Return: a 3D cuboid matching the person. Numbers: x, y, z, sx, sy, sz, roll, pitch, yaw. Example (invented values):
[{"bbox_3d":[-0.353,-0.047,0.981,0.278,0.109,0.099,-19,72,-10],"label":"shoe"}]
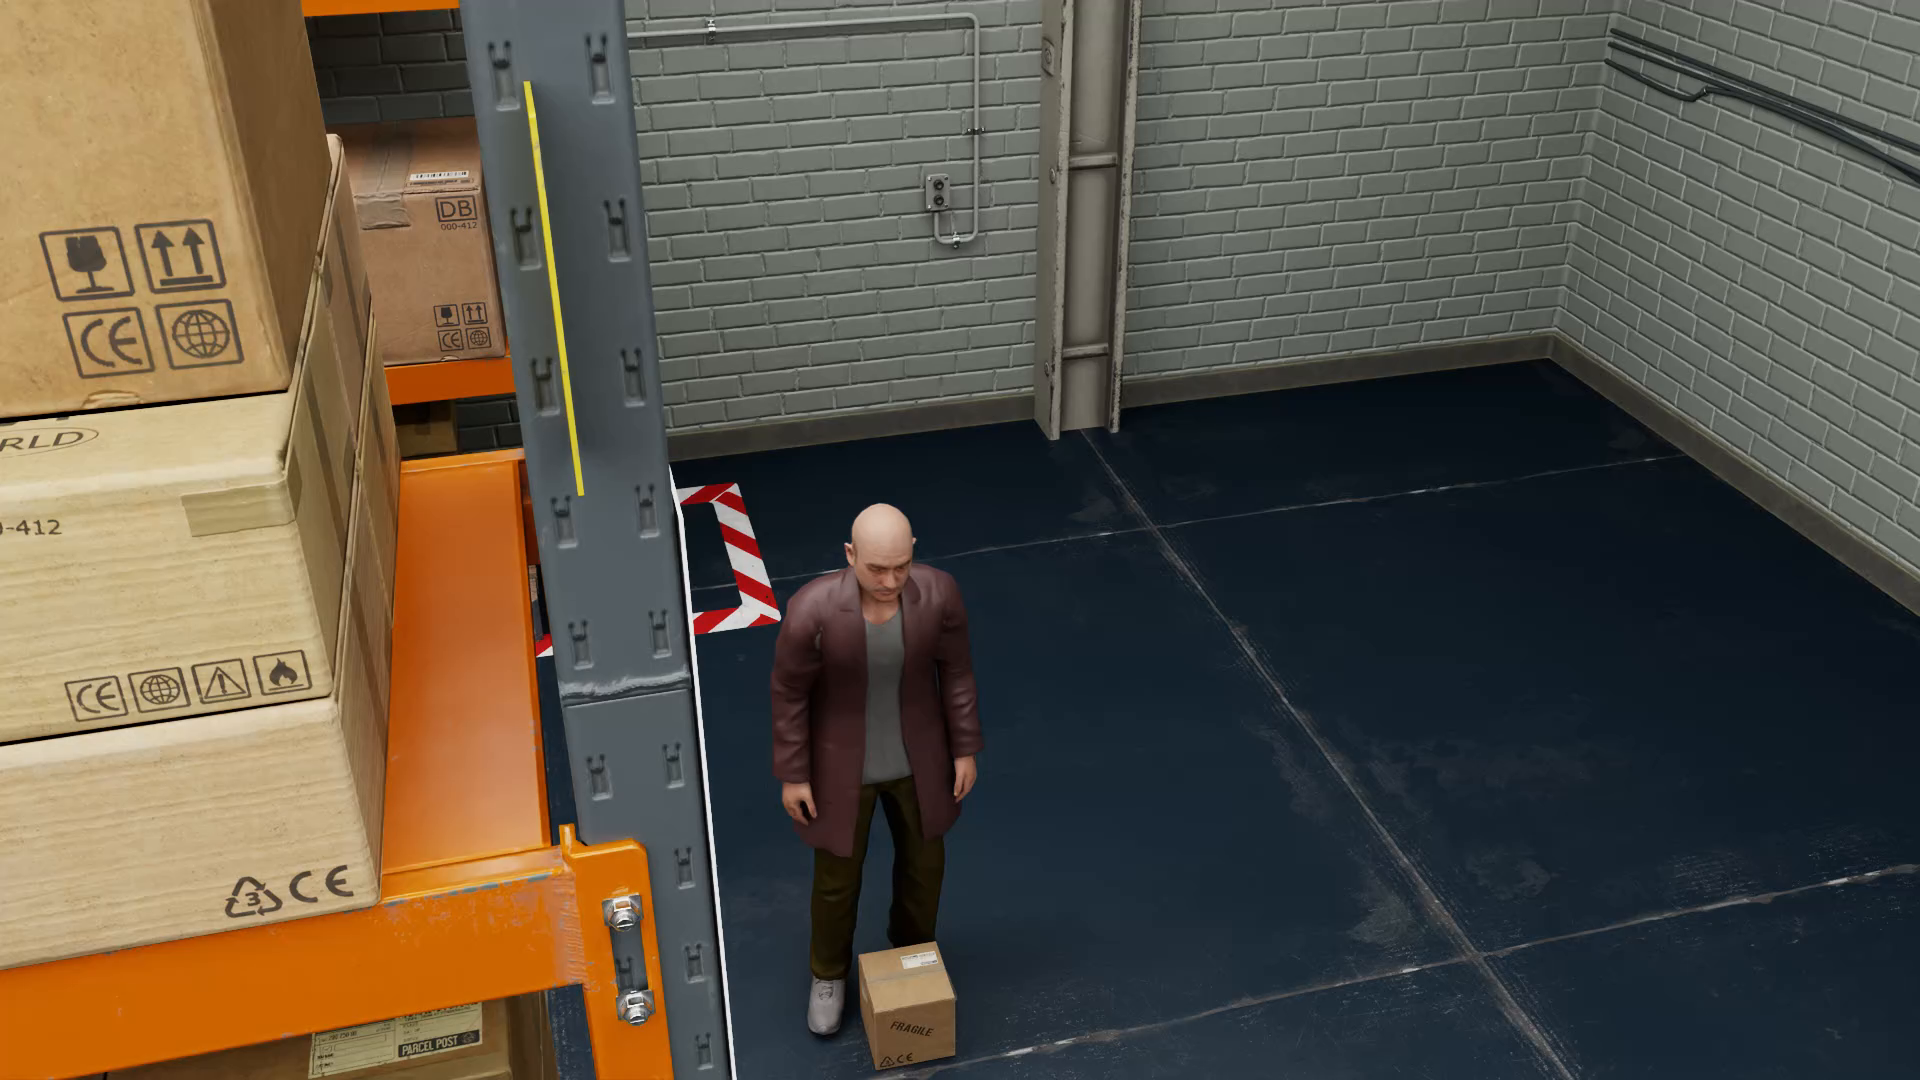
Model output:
[{"bbox_3d":[-0.243,0.667,4.982,0.644,1.774,0.425,-8,31,-13],"label":"person"}]
